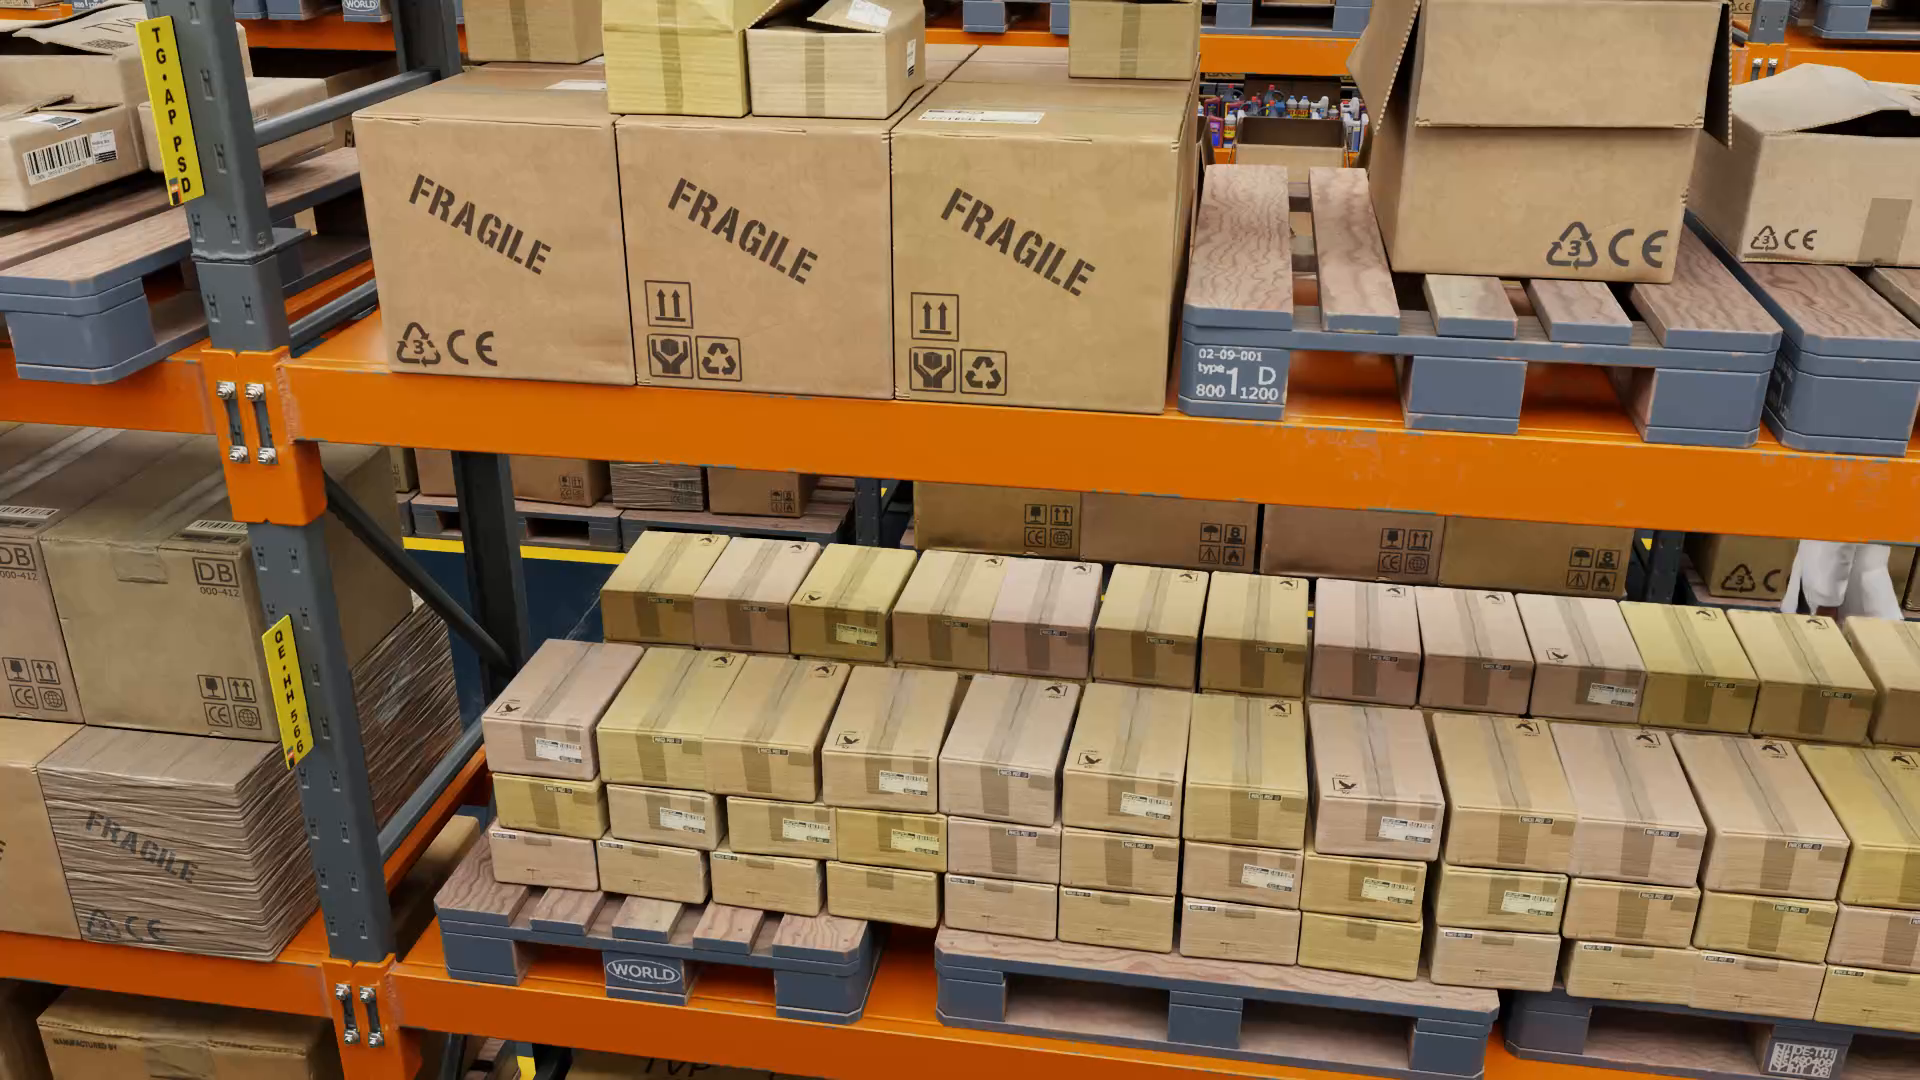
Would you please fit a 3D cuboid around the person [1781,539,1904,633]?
[{"bbox_3d":[3.532,0.114,6.794,0.903,1.705,0.574,3,25,7],"label":"person"}]
